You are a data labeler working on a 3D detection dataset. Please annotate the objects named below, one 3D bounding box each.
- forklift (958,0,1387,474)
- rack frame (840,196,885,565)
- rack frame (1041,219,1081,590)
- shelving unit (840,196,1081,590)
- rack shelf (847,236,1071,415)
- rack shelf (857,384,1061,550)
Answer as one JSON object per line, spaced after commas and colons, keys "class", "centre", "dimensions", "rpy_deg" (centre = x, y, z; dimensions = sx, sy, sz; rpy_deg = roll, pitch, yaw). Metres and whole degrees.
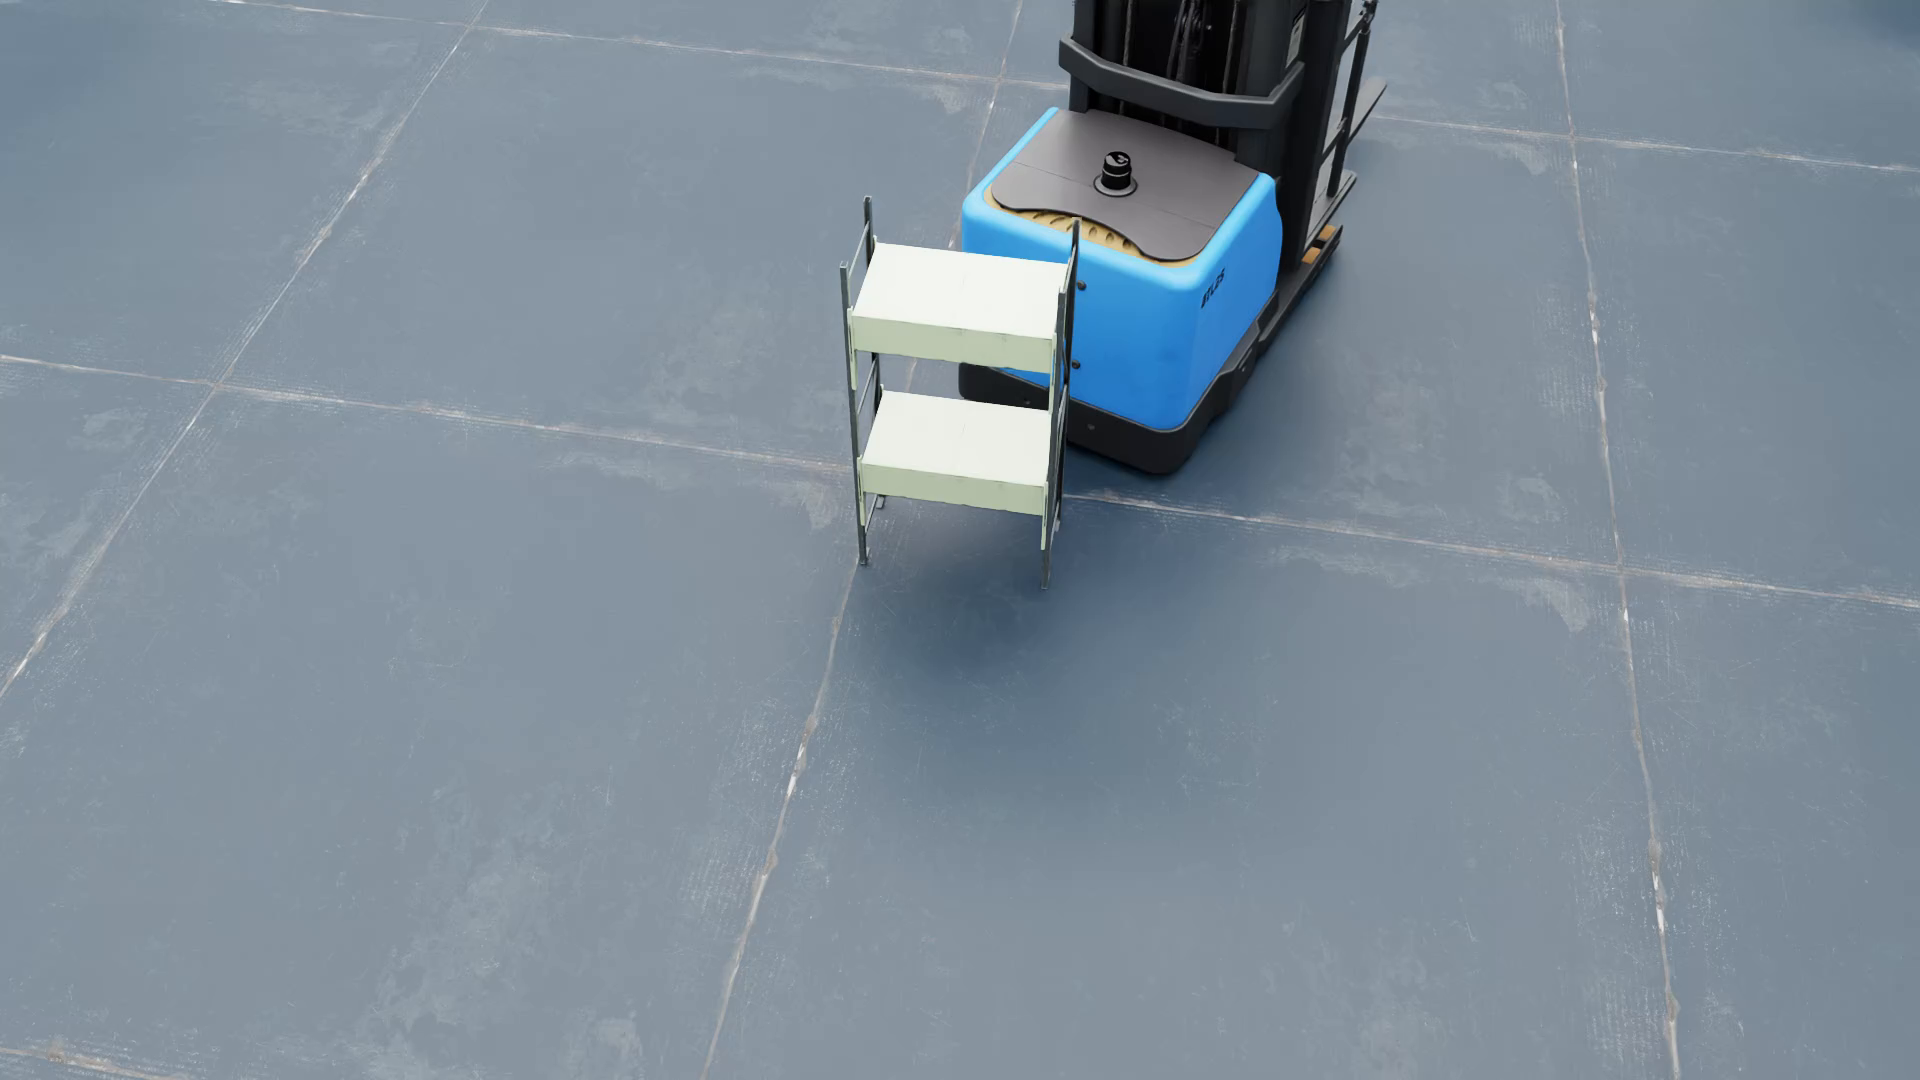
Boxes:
{"class": "forklift", "centre": [1.158, -2.347, 6.861], "dimensions": [1.130, 2.935, 3.031], "rpy_deg": [23, 52, 19]}
{"class": "rack frame", "centre": [-0.354, -0.549, 6.207], "dimensions": [0.023, 1.500, 0.400], "rpy_deg": [8, 49, 7]}
{"class": "rack frame", "centre": [0.367, -0.452, 6.120], "dimensions": [0.023, 1.500, 0.400], "rpy_deg": [8, 49, 7]}
{"class": "shelving unit", "centre": [0.007, -0.500, 6.163], "dimensions": [0.755, 1.500, 0.431], "rpy_deg": [8, 49, 7]}
{"class": "rack shelf", "centre": [0.007, -0.761, 5.873], "dimensions": [0.720, 0.370, 0.431], "rpy_deg": [8, 49, 7]}
{"class": "rack shelf", "centre": [0.007, -0.283, 6.406], "dimensions": [0.720, 0.370, 0.431], "rpy_deg": [8, 49, 7]}
